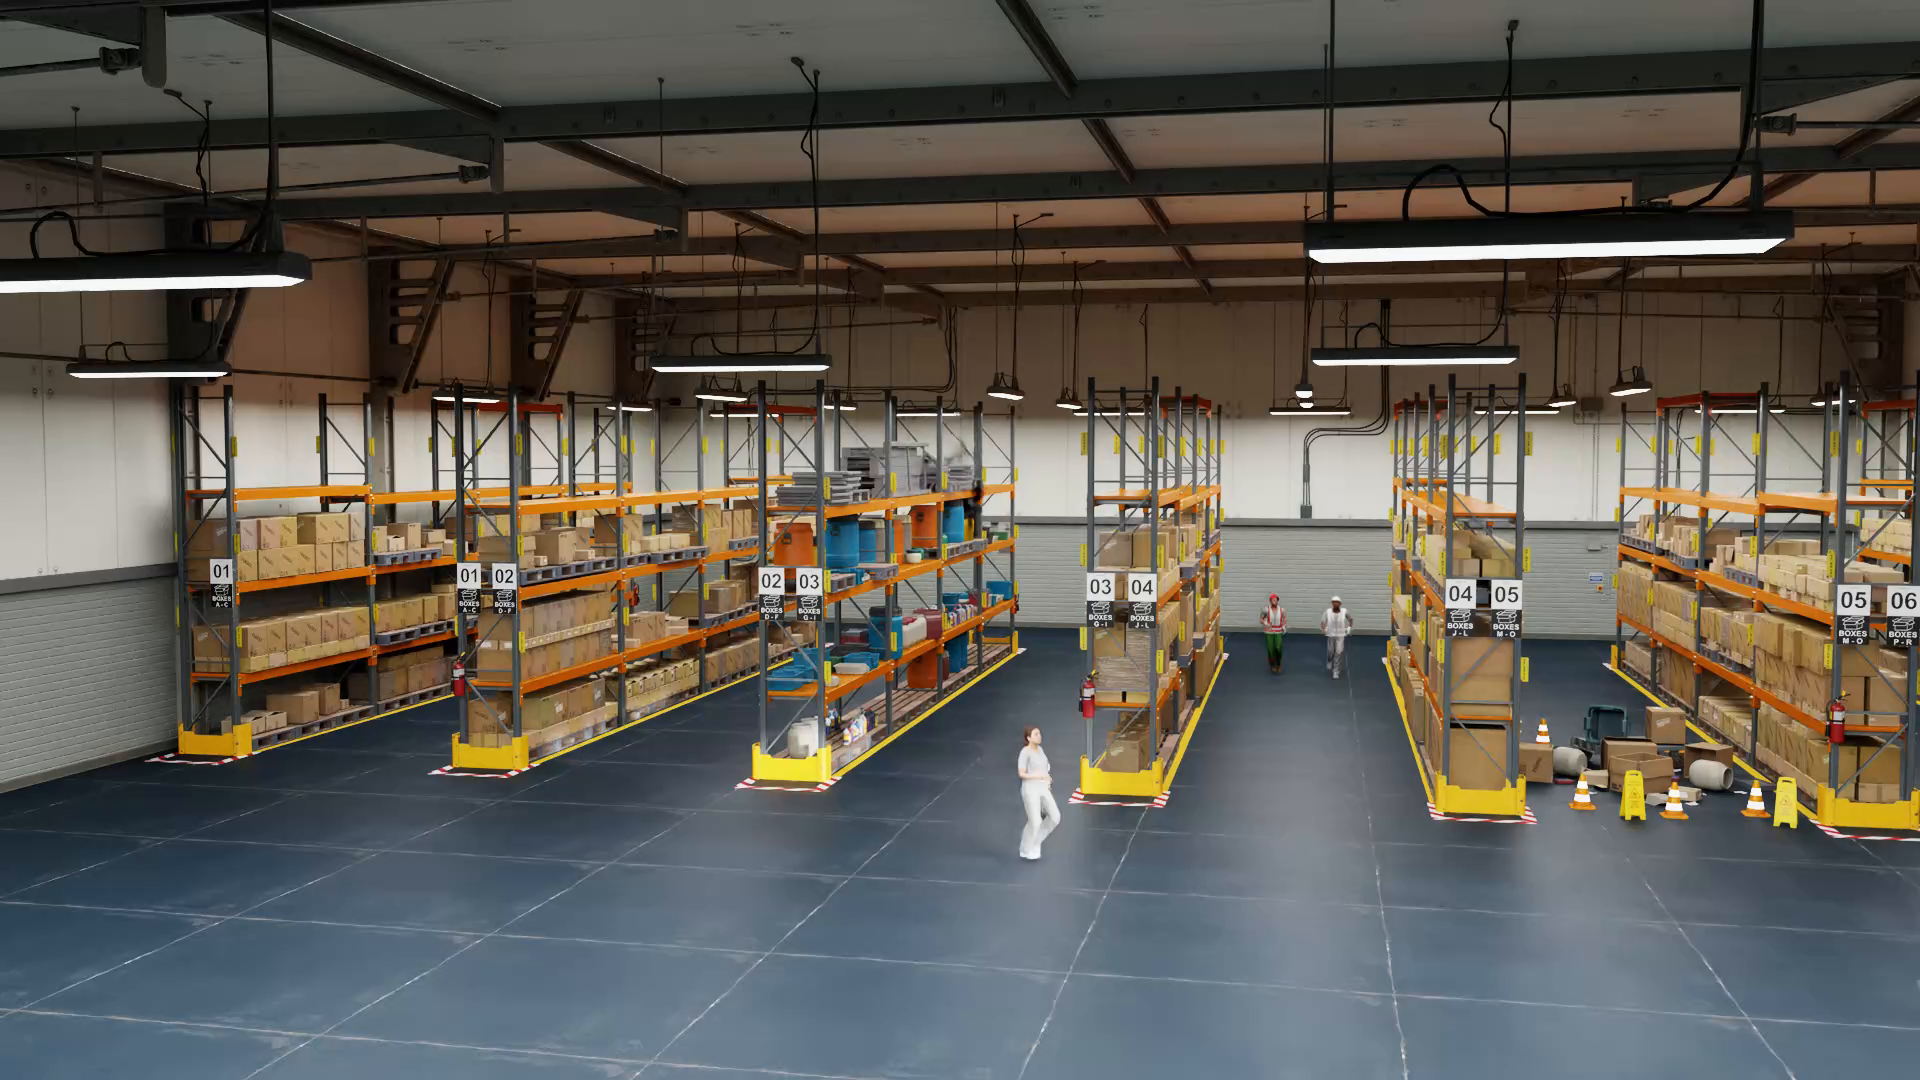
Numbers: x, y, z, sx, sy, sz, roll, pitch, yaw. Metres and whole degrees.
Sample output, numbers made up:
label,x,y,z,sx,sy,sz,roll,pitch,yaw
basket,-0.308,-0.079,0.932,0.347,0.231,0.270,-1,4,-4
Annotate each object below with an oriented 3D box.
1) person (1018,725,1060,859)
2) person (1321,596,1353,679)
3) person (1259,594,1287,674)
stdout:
label,x,y,z,sx,sy,sz,roll,pitch,yaw
person,0.955,3.046,20.059,0.571,1.628,0.552,3,4,44
person,8.210,2.107,36.216,0.688,1.773,0.840,1,3,15
person,6.889,2.068,36.558,0.623,1.759,0.653,0,3,5
